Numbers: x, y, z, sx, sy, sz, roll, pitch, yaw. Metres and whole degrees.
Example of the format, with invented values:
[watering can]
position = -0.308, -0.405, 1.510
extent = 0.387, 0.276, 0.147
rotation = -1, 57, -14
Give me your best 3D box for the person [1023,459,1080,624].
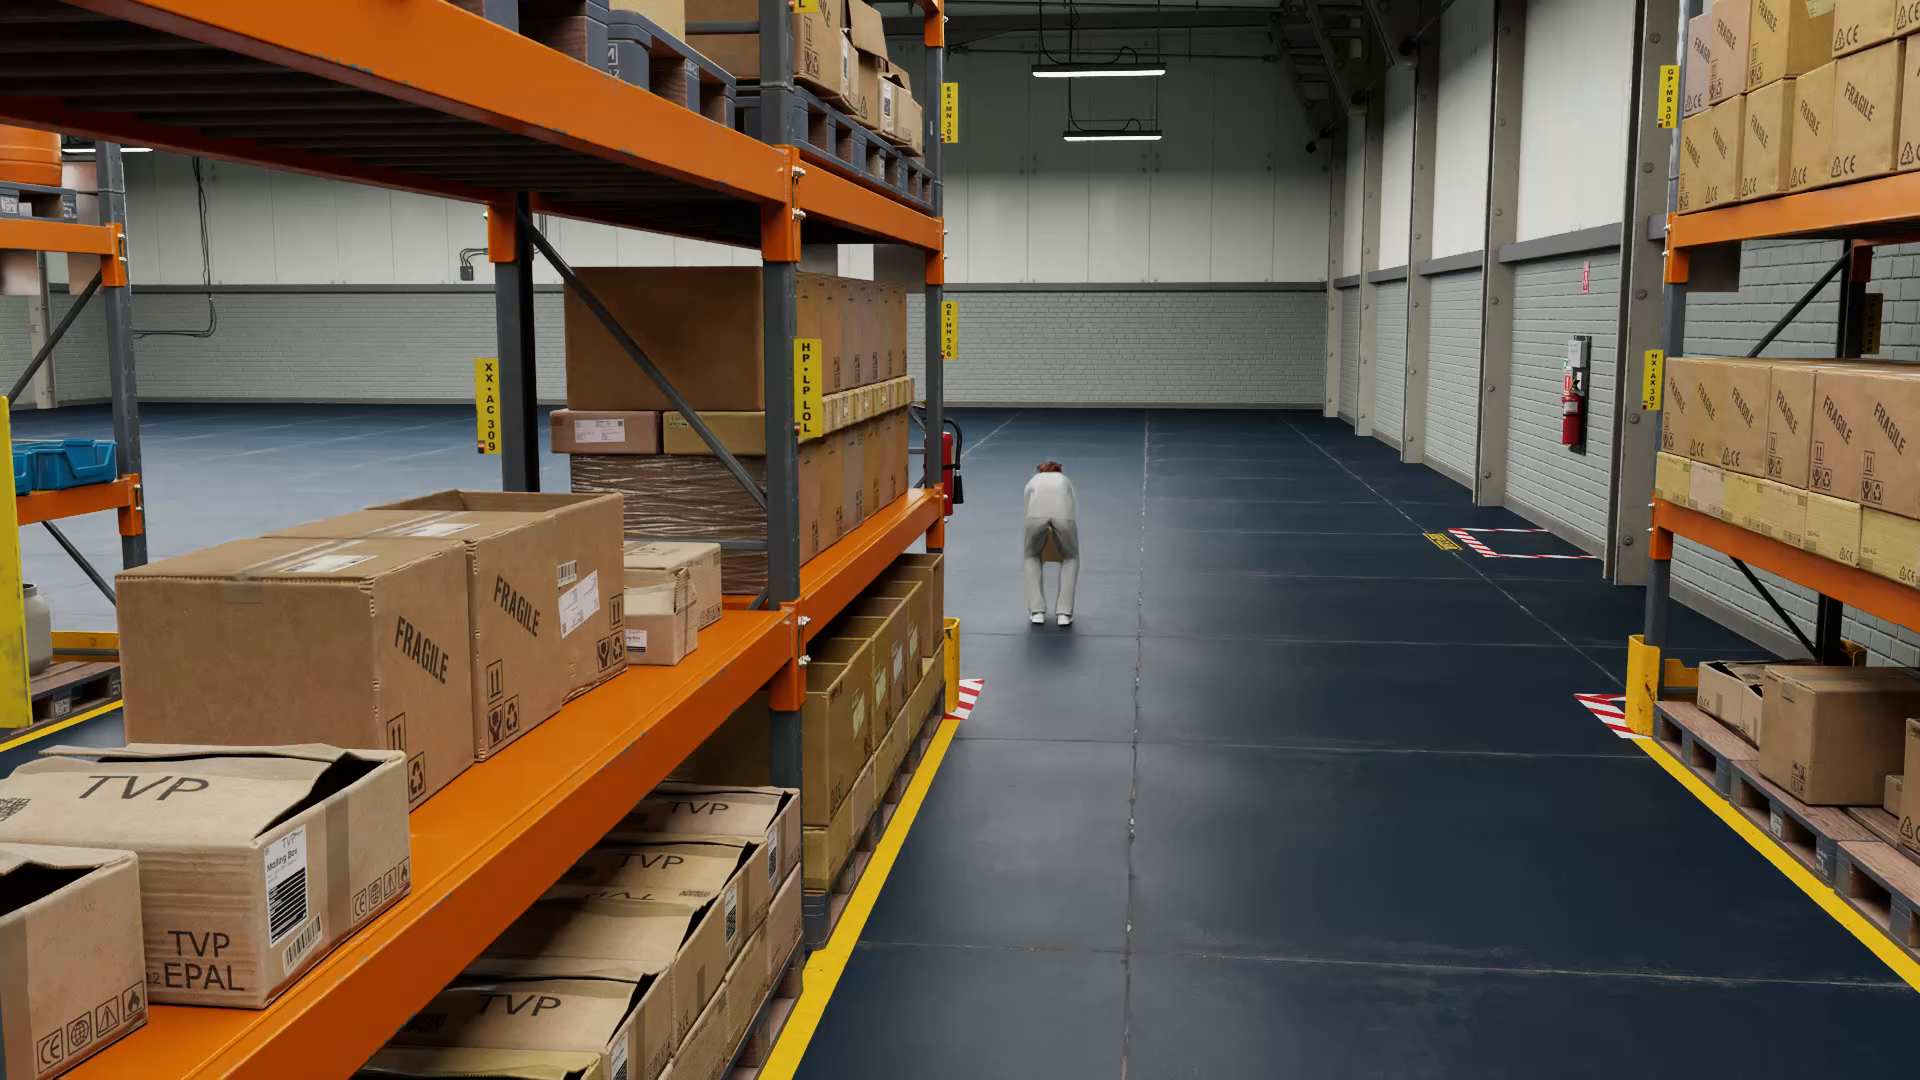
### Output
[person]
position = 0.692, 0.006, 12.588
extent = 0.429, 1.190, 0.843
rotation = 1, 8, 4
